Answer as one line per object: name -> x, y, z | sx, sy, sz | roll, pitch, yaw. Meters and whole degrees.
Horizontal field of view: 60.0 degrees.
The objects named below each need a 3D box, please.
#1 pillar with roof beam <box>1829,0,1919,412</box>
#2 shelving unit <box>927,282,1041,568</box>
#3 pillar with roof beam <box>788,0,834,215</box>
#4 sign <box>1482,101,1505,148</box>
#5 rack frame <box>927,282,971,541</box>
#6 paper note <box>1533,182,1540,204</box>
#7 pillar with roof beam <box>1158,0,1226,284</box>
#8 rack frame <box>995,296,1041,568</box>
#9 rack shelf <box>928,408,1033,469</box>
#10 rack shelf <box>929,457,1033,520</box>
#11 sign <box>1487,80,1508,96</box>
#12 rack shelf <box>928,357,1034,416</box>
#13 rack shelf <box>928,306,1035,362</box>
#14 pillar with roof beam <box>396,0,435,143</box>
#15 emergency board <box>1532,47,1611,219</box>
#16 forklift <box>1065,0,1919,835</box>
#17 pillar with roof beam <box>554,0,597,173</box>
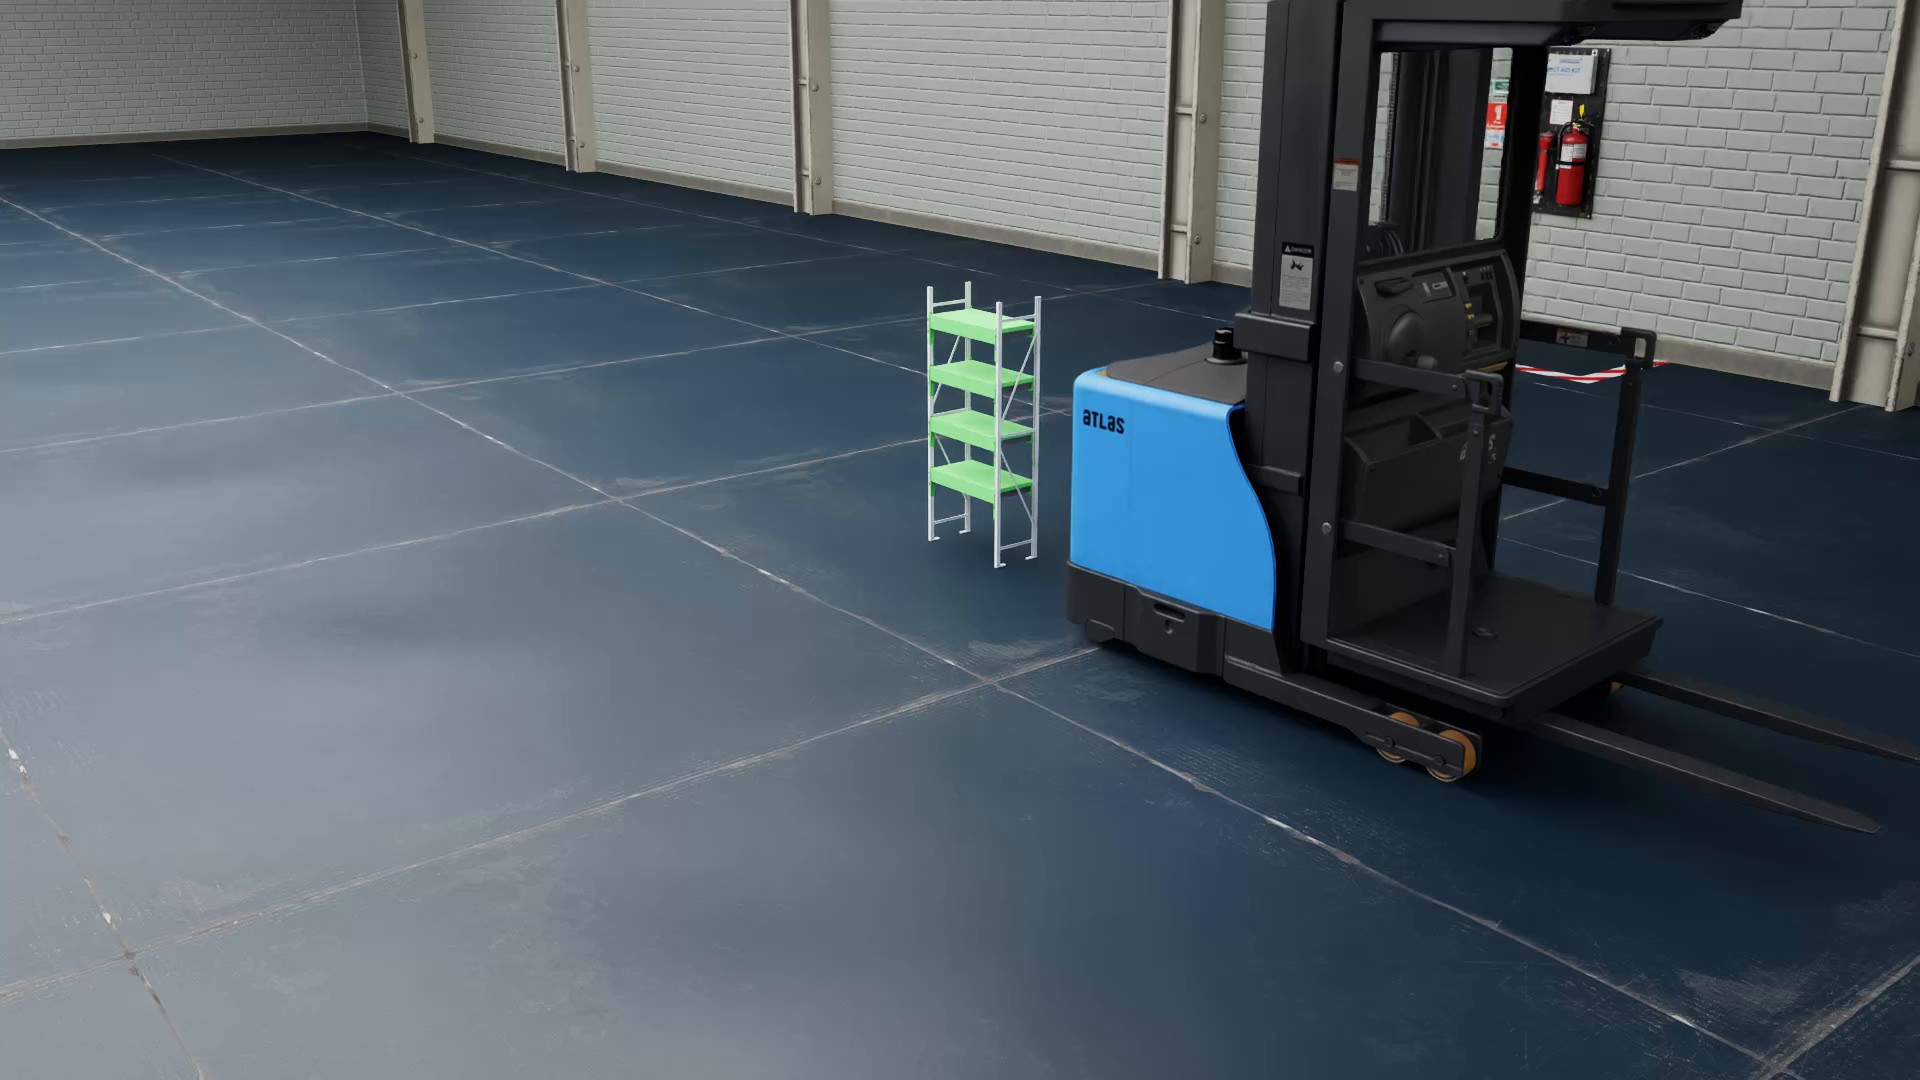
pillar with roof beam -> 2.374, -4.299, 6.529 | 9.100, 9.000, 0.400 | -14, 23, -36
shelving unit -> 0.103, -0.529, 7.551 | 0.258, 1.200, 0.503 | -14, 23, -36
pillar with roof beam -> -5.076, -7.256, 15.459 | 9.100, 9.000, 0.400 | -14, 23, -36
sign -> 3.982, -3.081, 12.338 | 0.001, 0.329, 0.234 | -14, 23, -36
rack frame -> -0.049, -0.589, 7.732 | 0.240, 1.200, 0.015 | -14, 23, -36
paper note -> 4.189, -2.546, 12.182 | 0.016, 0.148, 0.142 | -14, 23, -36
pillar with roof beam -> -1.351, -5.777, 10.994 | 9.100, 9.000, 0.400 | -14, 23, -36
rack frame -> 0.254, -0.469, 7.369 | 0.240, 1.200, 0.015 | -14, 23, -36
rack shelf -> 0.103, -0.468, 7.571 | 0.258, 0.148, 0.480 | -14, 23, -36
rack shelf -> 0.103, -0.240, 7.646 | 0.258, 0.148, 0.480 | -14, 23, -36
sign -> 3.978, -3.329, 12.246 | 0.001, 0.109, 0.331 | -14, 23, -36
rack shelf -> 0.103, -0.696, 7.495 | 0.258, 0.148, 0.480 | -14, 23, -36
rack shelf -> 0.103, -0.924, 7.420 | 0.258, 0.148, 0.480 | -14, 23, -36
pillar with roof beam -> -12.527, -10.213, 24.389 | 9.100, 9.000, 0.400 | -14, 23, -36
emergency board -> 4.245, -2.907, 11.871 | 0.194, 1.169, 0.643 | -14, 23, -36
forklift -> 1.788, -0.778, 5.549 | 1.130, 2.935, 3.031 | -16, 24, -40
pillar with roof beam -> -8.802, -8.734, 19.924 | 9.100, 9.000, 0.400 | -14, 23, -36
